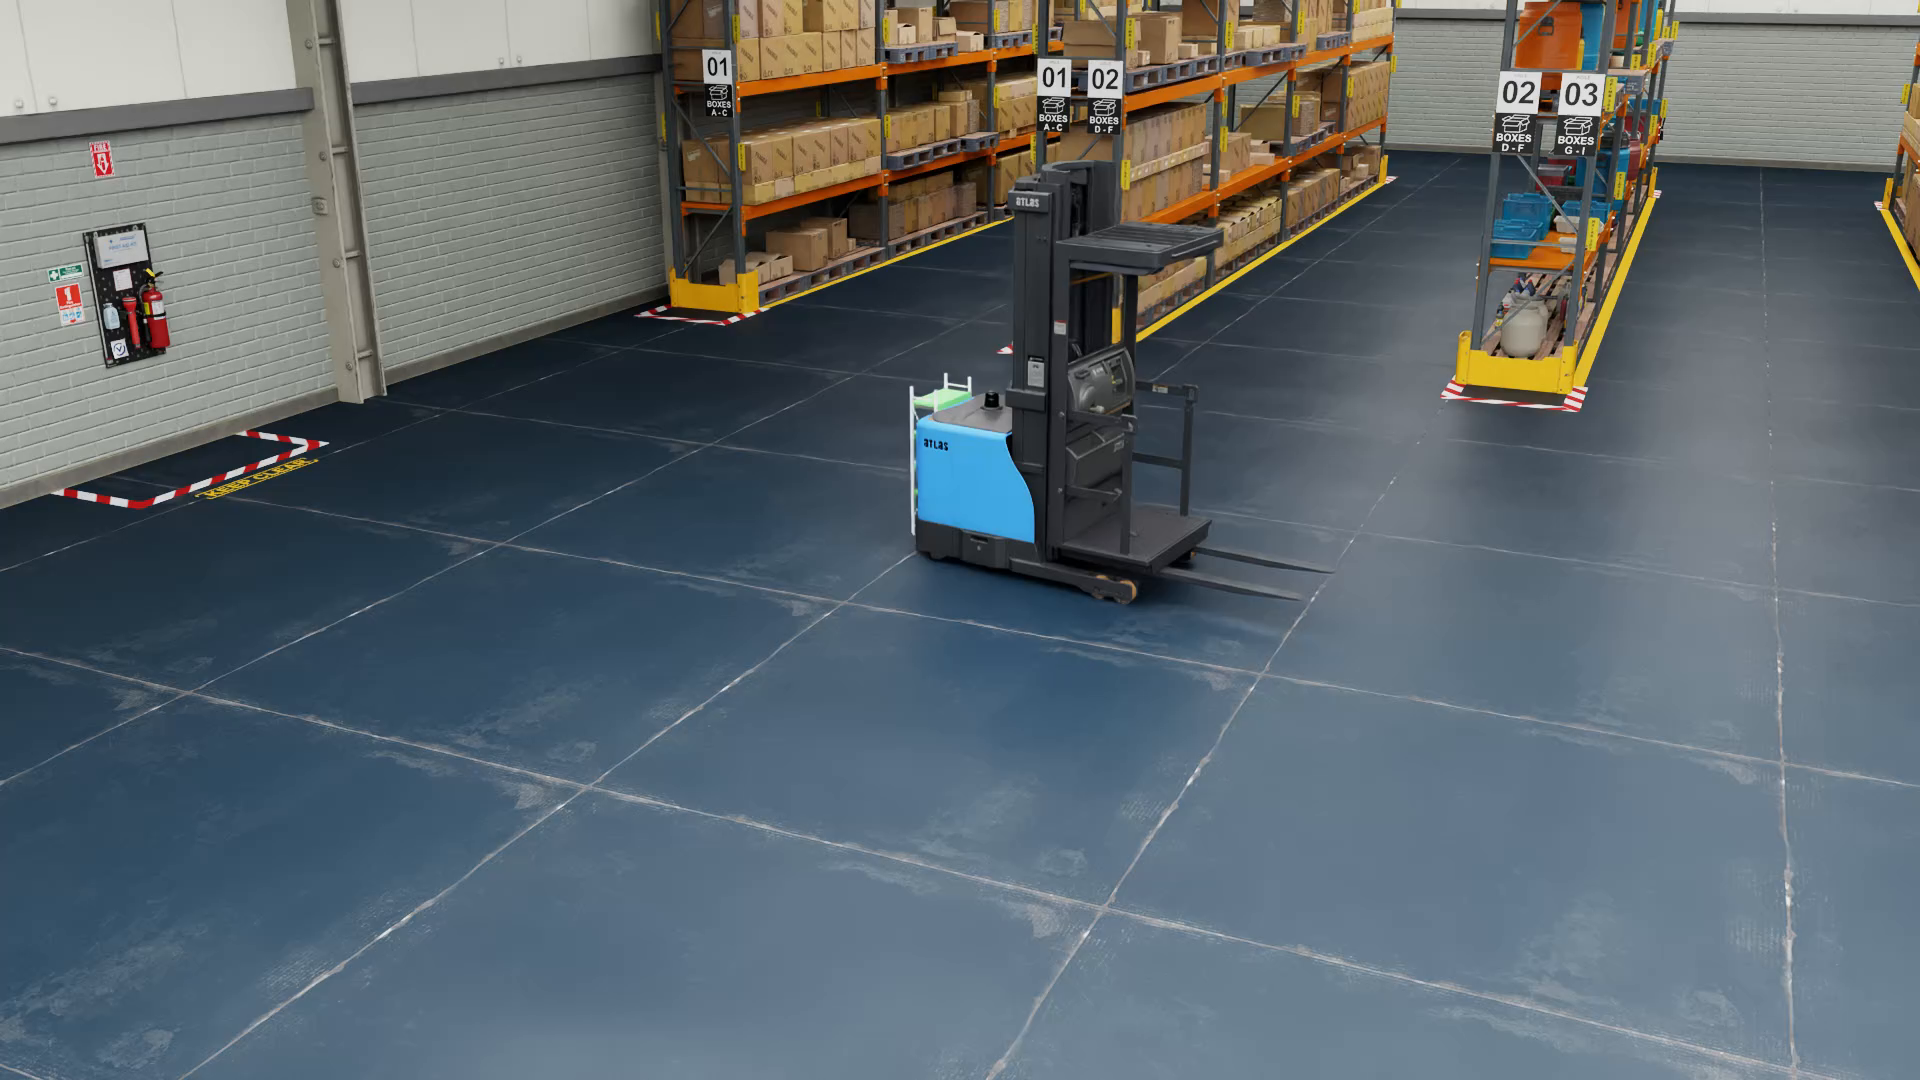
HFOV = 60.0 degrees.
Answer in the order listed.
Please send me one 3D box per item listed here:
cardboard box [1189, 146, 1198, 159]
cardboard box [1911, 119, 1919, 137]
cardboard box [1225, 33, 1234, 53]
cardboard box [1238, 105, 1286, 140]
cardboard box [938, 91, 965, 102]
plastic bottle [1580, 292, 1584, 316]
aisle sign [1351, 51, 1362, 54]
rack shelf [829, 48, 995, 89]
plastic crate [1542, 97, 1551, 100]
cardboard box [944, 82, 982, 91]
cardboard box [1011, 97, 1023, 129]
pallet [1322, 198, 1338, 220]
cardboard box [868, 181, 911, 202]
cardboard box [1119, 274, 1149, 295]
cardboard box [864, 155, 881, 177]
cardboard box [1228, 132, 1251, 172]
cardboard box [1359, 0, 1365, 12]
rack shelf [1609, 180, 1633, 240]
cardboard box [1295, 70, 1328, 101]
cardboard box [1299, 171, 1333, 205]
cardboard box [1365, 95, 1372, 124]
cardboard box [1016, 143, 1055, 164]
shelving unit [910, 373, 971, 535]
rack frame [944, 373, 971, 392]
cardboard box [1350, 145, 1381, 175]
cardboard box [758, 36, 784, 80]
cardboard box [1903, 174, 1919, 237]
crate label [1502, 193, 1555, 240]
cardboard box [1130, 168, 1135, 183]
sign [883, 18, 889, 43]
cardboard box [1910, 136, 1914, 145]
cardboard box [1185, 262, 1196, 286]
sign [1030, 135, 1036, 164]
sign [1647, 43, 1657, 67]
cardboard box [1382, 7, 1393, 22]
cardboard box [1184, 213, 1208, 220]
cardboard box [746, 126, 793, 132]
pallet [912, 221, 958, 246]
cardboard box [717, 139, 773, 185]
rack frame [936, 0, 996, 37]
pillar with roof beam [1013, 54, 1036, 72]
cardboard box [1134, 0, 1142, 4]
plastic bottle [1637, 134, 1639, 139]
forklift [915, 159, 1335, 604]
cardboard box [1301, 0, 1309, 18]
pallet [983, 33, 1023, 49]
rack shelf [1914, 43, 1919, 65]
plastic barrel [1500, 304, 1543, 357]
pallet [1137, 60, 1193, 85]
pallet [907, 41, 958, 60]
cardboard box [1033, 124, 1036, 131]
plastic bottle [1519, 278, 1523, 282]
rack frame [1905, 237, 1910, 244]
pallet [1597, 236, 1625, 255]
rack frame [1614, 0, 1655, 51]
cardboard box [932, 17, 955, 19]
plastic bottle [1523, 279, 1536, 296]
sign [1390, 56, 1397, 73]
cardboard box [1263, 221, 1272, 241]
[{"bbox_3d":[2.853,-5.007,21.454,0.380,0.149,0.250,8,21,21],"label":"cardboard box"},{"bbox_3d":[15.859,-6.717,27.160,0.500,0.250,0.500,8,21,22],"label":"cardboard box"},{"bbox_3d":[3.460,-6.818,22.785,0.500,0.250,0.500,6,21,17],"label":"cardboard box"},{"bbox_3d":[4.770,-6.598,26.270,0.700,0.500,0.500,2,20,4],"label":"cardboard box"},{"bbox_3d":[-0.138,-7.174,26.891,0.380,0.149,0.250,5,20,14],"label":"cardboard box"},{"bbox_3d":[7.386,-2.819,19.815,0.061,0.283,0.133,10,22,26],"label":"plastic bottle"},{"bbox_3d":[7.651,-9.877,32.385,0.394,0.787,0.004,9,21,23],"label":"aisle sign"},{"bbox_3d":[-0.725,-7.287,25.579,1.077,0.370,4.000,9,21,23],"label":"rack shelf"},{"bbox_3d":[6.363,-5.049,18.237,0.392,0.384,0.575,9,21,23],"label":"plastic crate"},{"bbox_3d":[0.043,-7.548,27.974,0.500,0.250,0.500,9,22,24],"label":"cardboard box"},{"bbox_3d":[0.750,-7.293,28.376,0.500,0.500,0.500,9,22,24],"label":"cardboard box"},{"bbox_3d":[5.954,-5.800,28.964,1.003,0.211,1.213,9,21,23],"label":"pallet"},{"bbox_3d":[-1.080,-5.346,25.480,0.500,0.250,0.500,8,21,22],"label":"cardboard box"},{"bbox_3d":[1.965,-3.242,19.966,0.500,0.500,0.500,9,21,23],"label":"cardboard box"},{"bbox_3d":[-1.461,-5.354,23.740,0.500,0.250,0.500,9,21,23],"label":"cardboard box"},{"bbox_3d":[3.943,-5.677,24.307,0.500,0.500,0.500,7,21,20],"label":"cardboard box"},{"bbox_3d":[6.751,-9.587,29.331,0.700,0.500,0.500,9,21,23],"label":"cardboard box"},{"bbox_3d":[8.313,-4.514,22.259,1.077,0.370,4.000,9,21,23],"label":"rack shelf"},{"bbox_3d":[6.224,-8.076,29.561,0.500,0.500,0.500,9,21,23],"label":"cardboard box"},{"bbox_3d":[6.102,-6.058,28.599,0.500,0.500,0.500,9,21,23],"label":"cardboard box"},{"bbox_3d":[7.331,-7.999,30.835,0.500,0.500,0.500,8,21,22],"label":"cardboard box"},{"bbox_3d":[1.223,-6.743,30.034,0.750,0.750,0.750,9,22,24],"label":"cardboard box"},{"bbox_3d":[-0.146,-0.656,13.022,0.258,1.200,0.503,12,23,30],"label":"shelving unit"},{"bbox_3d":[-0.017,-0.726,13.217,0.240,1.200,0.015,12,23,30],"label":"rack frame"},{"bbox_3d":[7.893,-7.420,32.431,0.500,0.500,0.500,9,21,23],"label":"cardboard box"},{"bbox_3d":[-2.564,-6.075,20.920,0.500,0.500,0.500,10,22,26],"label":"cardboard box"},{"bbox_3d":[15.045,-5.006,25.113,1.225,0.875,0.875,9,21,23],"label":"cardboard box"},{"bbox_3d":[6.363,-3.635,18.662,0.502,0.435,0.616,9,21,23],"label":"crate label"},{"bbox_3d":[1.802,-4.224,19.252,0.380,0.149,0.250,8,21,21],"label":"cardboard box"},{"bbox_3d":[-1.046,-7.186,23.450,0.100,0.325,0.005,9,21,23],"label":"sign"},{"bbox_3d":[15.746,-6.498,27.139,0.380,0.149,0.250,9,21,24],"label":"cardboard box"},{"bbox_3d":[2.773,-3.502,21.815,0.500,0.250,0.500,9,21,23],"label":"cardboard box"},{"bbox_3d":[0.850,-4.436,18.883,0.100,0.325,0.005,9,21,23],"label":"sign"},{"bbox_3d":[9.637,-6.755,23.167,0.100,0.325,0.005,9,21,23],"label":"sign"},{"bbox_3d":[7.913,-9.977,31.548,0.500,0.250,0.500,9,21,23],"label":"cardboard box"},{"bbox_3d":[3.295,-4.564,23.967,0.500,0.311,0.500,8,21,23],"label":"cardboard box"},{"bbox_3d":[-2.554,-5.309,22.495,0.500,0.500,0.500,9,21,23],"label":"cardboard box"},{"bbox_3d":[-0.728,-4.900,26.431,1.003,0.211,1.213,9,21,23],"label":"pallet"},{"bbox_3d":[-2.712,-4.775,20.994,0.500,0.500,0.500,9,21,23],"label":"cardboard box"},{"bbox_3d":[0.094,-9.651,26.675,1.000,3.000,0.127,9,21,23],"label":"rack frame"},{"bbox_3d":[5.157,-10.615,29.388,9.100,9.000,0.400,9,21,23],"label":"pillar with roof beam"},{"bbox_3d":[3.319,-10.949,33.132,0.500,0.500,0.500,8,21,23],"label":"cardboard box"},{"bbox_3d":[10.693,-6.338,26.388,0.144,0.351,0.185,9,21,23],"label":"plastic bottle"},{"bbox_3d":[1.185,-1.133,11.781,3.031,2.935,1.130,12,23,30],"label":"forklift"},{"bbox_3d":[5.217,-8.521,26.335,0.500,0.500,0.500,9,21,23],"label":"cardboard box"},{"bbox_3d":[0.309,-8.352,27.783,1.213,0.211,1.003,10,22,25],"label":"pallet"},{"bbox_3d":[16.108,-7.693,26.722,1.077,0.370,4.000,9,21,23],"label":"rack shelf"},{"bbox_3d":[6.056,-2.256,17.923,0.421,0.512,0.421,0,20,0],"label":"plastic barrel"},{"bbox_3d":[2.150,-5.658,20.058,1.003,0.211,1.213,9,21,23],"label":"pallet"},{"bbox_3d":[-0.772,-7.418,25.153,1.213,0.211,1.003,9,21,23],"label":"pallet"},{"bbox_3d":[1.172,-7.334,29.458,0.380,0.149,0.250,9,22,24],"label":"cardboard box"},{"bbox_3d":[6.964,-3.126,20.698,0.097,0.271,0.097,0,20,0],"label":"plastic bottle"},{"bbox_3d":[15.289,-6.008,25.385,1.000,3.000,0.127,9,21,23],"label":"rack frame"},{"bbox_3d":[9.417,-4.397,25.019,1.003,0.211,1.213,9,21,23],"label":"pallet"},{"bbox_3d":[9.132,-8.291,22.853,1.000,3.000,0.127,9,21,23],"label":"rack frame"},{"bbox_3d":[-0.411,-8.105,26.627,0.500,0.500,0.500,9,21,23],"label":"cardboard box"},{"bbox_3d":[6.917,-2.991,20.200,0.144,0.351,0.185,9,21,23],"label":"plastic bottle"},{"bbox_3d":[8.389,-9.203,32.170,0.100,0.325,0.005,9,21,23],"label":"sign"},{"bbox_3d":[4.414,-4.695,25.172,0.500,0.250,0.500,8,21,22],"label":"cardboard box"}]
